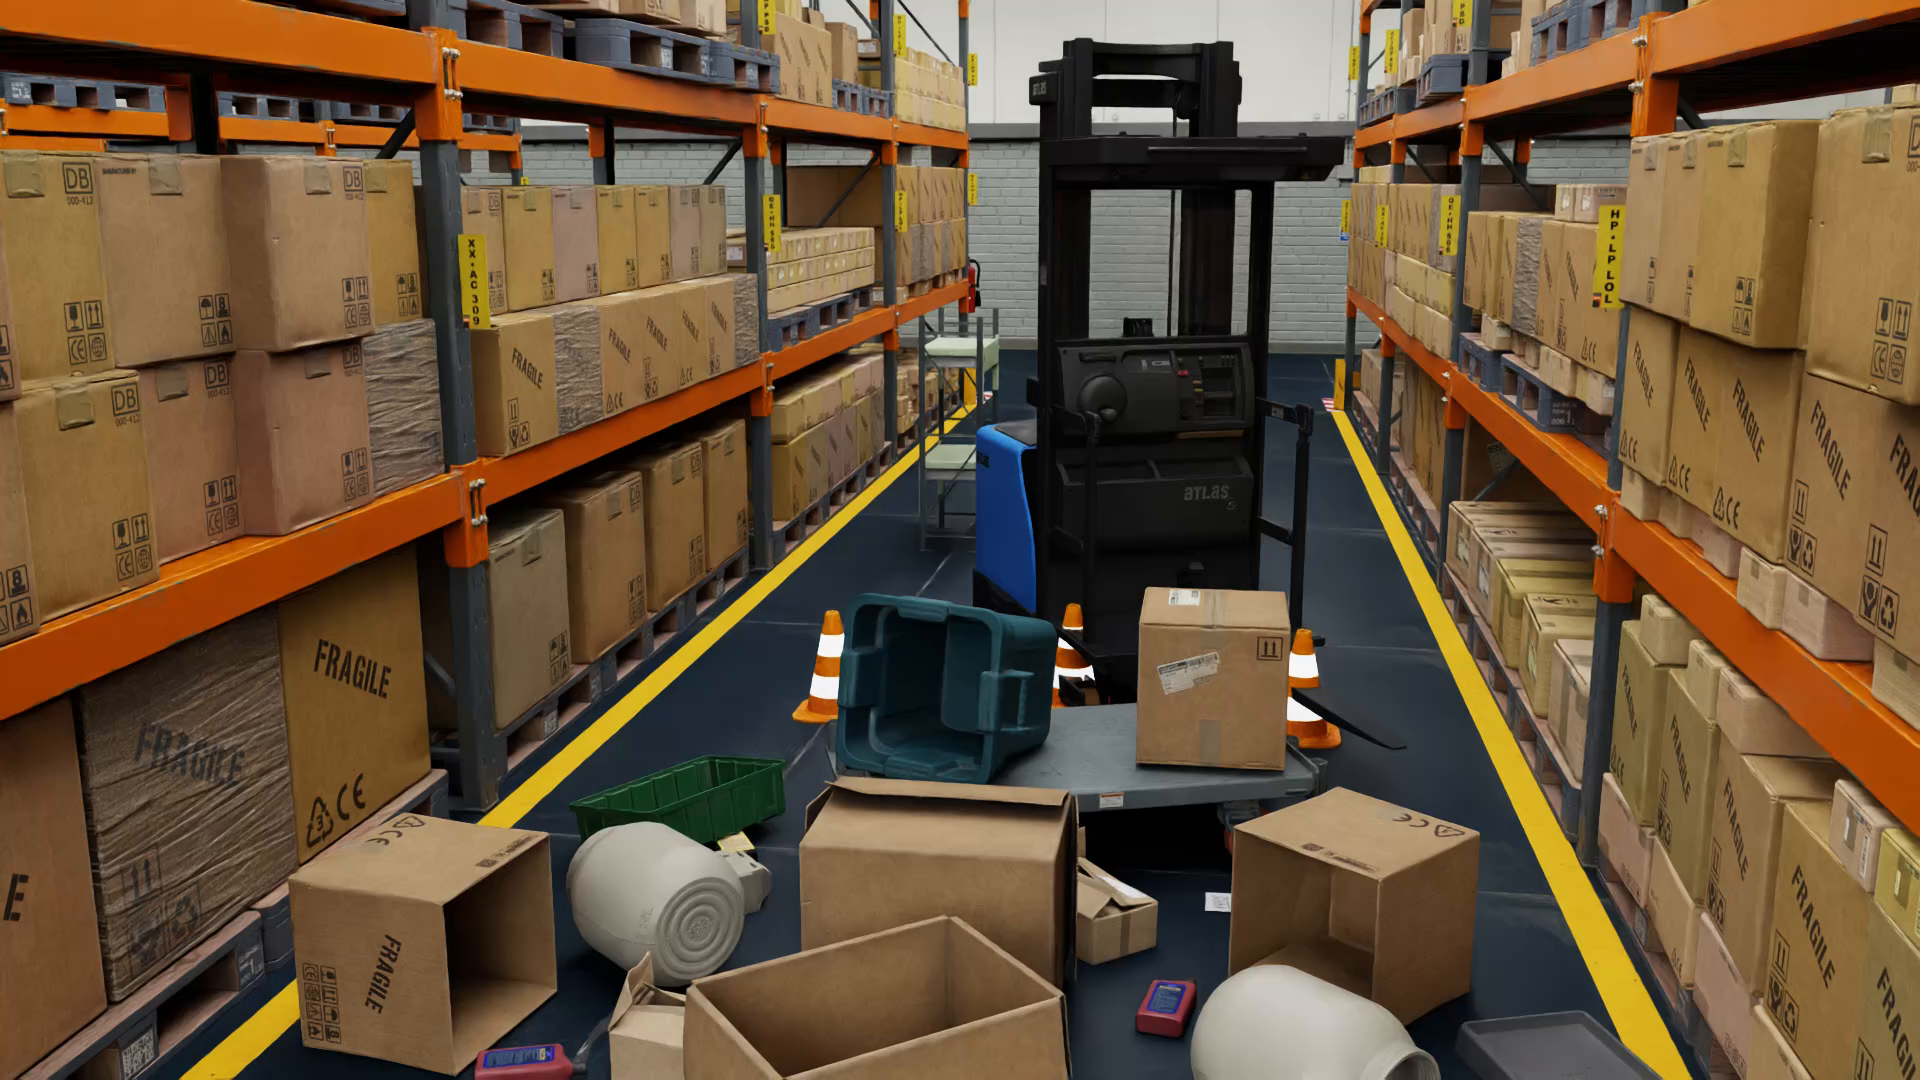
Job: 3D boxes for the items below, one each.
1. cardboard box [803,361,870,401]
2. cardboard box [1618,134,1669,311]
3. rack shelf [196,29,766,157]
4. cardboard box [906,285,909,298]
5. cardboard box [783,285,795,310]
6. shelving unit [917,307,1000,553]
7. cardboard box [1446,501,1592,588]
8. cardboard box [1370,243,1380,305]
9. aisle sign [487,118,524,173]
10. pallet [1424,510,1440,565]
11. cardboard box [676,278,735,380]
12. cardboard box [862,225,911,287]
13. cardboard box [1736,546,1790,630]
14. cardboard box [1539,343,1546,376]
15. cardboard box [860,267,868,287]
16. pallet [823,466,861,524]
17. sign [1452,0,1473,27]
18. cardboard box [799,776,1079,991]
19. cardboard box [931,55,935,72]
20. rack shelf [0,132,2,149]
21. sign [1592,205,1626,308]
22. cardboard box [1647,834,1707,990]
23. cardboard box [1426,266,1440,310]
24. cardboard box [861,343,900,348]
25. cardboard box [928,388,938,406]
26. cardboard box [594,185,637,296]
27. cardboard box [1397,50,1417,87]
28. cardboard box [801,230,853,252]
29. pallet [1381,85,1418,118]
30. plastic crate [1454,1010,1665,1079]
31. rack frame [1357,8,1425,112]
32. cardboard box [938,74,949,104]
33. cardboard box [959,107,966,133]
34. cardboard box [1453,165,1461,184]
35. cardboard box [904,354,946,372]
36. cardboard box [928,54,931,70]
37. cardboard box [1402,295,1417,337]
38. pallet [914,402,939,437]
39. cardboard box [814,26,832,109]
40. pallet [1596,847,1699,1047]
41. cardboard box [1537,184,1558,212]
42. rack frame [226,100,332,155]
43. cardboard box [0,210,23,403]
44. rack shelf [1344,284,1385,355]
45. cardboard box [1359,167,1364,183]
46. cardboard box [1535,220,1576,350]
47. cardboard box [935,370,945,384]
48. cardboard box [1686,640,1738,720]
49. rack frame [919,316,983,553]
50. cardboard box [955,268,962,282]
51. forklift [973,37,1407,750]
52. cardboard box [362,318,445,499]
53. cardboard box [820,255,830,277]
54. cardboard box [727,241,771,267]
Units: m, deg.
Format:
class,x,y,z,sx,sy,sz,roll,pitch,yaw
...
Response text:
class,x,y,z,sx,sy,sz,roll,pitch,yaw
cardboard box,-0.986,-1.212,12.654,0.500,0.250,0.500,2,12,11
cardboard box,2.365,-0.926,4.852,0.700,0.500,0.500,2,12,8
rack shelf,-1.952,-1.998,7.730,1.077,0.370,4.000,2,12,9
cardboard box,-0.659,-2.227,14.804,0.380,0.149,0.250,1,12,6
cardboard box,-1.294,-1.580,10.806,0.380,0.149,0.250,3,12,11
shelving unit,-0.001,-0.732,10.829,0.431,1.500,0.755,2,12,9
cardboard box,3.165,0.037,8.944,0.950,0.372,0.625,1,12,5
cardboard box,3.770,-2.253,14.093,0.500,0.500,0.500,2,12,7
aisle sign,-4.992,-4.422,18.223,0.394,0.787,0.004,2,12,9
pallet,3.458,0.042,10.299,1.003,0.211,1.213,2,12,9
cardboard box,-1.527,-1.142,8.934,0.500,0.500,0.500,2,12,9
cardboard box,-0.704,-2.421,14.164,0.500,0.500,0.500,2,12,8
cardboard box,2.076,0.117,3.928,0.380,0.149,0.250,2,12,9
cardboard box,2.625,-0.738,6.896,0.380,0.149,0.250,2,12,9
cardboard box,-0.934,-2.071,13.083,0.380,0.149,0.250,2,12,9
pallet,-1.333,-0.352,12.125,1.003,0.211,1.213,2,12,9
sign,2.715,-2.937,8.968,0.100,0.325,0.005,2,12,9
cardboard box,-0.064,1.017,4.758,0.797,0.637,0.503,2,12,9
cardboard box,-0.433,-4.398,15.386,0.380,0.149,0.250,2,12,7
rack shelf,-6.837,-2.179,8.573,1.077,0.370,4.000,2,12,9
sign,2.098,-0.910,5.350,0.100,0.325,0.005,2,12,9
cardboard box,2.219,1.037,4.590,0.500,0.250,0.500,3,12,12
cardboard box,3.161,-1.547,10.220,0.500,0.250,0.500,2,12,7
cardboard box,-0.830,-1.969,17.368,0.380,0.149,0.250,1,12,6
cardboard box,-0.419,-1.388,16.082,0.380,0.149,0.250,2,12,10
cardboard box,-1.955,-1.425,7.875,0.700,0.500,0.500,2,12,8
cardboard box,3.455,-3.506,12.342,0.396,0.266,0.258,2,12,8
cardboard box,-1.020,-2.251,12.505,0.380,0.149,0.250,2,12,8
pallet,4.014,-3.585,13.601,1.003,0.211,1.213,2,12,9
plastic crate,1.595,1.400,4.306,0.402,0.080,0.583,-2,12,-11
rack frame,4.493,-5.758,16.351,1.000,3.000,0.127,2,12,9
cardboard box,-0.392,-4.285,15.805,0.500,0.250,0.500,2,12,9
cardboard box,-0.223,-4.254,16.850,0.500,0.250,0.500,2,12,7
cardboard box,4.206,-2.958,13.451,0.380,0.149,0.250,2,12,9
cardboard box,-0.344,-1.731,16.261,0.380,0.149,0.250,2,12,11
cardboard box,-0.468,-4.344,15.132,0.380,0.149,0.250,2,12,7
cardboard box,3.290,-1.518,11.275,0.500,0.250,0.500,2,12,8
pallet,-0.776,-1.164,15.895,1.003,0.211,1.213,2,12,9
cardboard box,-1.152,-3.133,11.055,0.500,0.500,0.500,2,12,9
pallet,2.579,1.177,5.031,1.003,0.211,1.213,2,12,9
cardboard box,3.580,-1.792,9.579,0.500,0.500,0.500,1,12,7
rack frame,-5.915,-2.314,14.609,1.000,3.000,0.127,2,12,9
cardboard box,-2.566,-0.541,3.463,0.875,0.550,0.550,2,12,9
rack shelf,4.185,-2.057,15.127,1.077,0.370,4.000,2,12,9
cardboard box,4.041,-3.508,15.999,0.380,0.149,0.250,2,12,10
cardboard box,2.652,-1.041,6.763,0.500,0.500,0.500,2,12,11
cardboard box,-0.358,-1.586,16.297,0.380,0.149,0.250,2,12,9
cardboard box,2.134,0.373,4.352,0.380,0.149,0.250,2,12,11
rack frame,-0.057,-0.656,10.475,0.400,1.500,0.023,2,12,9
cardboard box,-0.185,-2.765,17.298,0.380,0.149,0.250,2,12,9
forklift,0.960,-0.719,7.371,1.130,2.935,3.031,-3,13,-15
cardboard box,-2.305,-0.463,5.664,0.875,0.550,0.550,2,12,9
cardboard box,-1.137,-1.946,11.795,0.380,0.149,0.250,2,12,11
cardboard box,-1.381,-1.763,10.243,0.380,0.149,0.250,2,12,9
